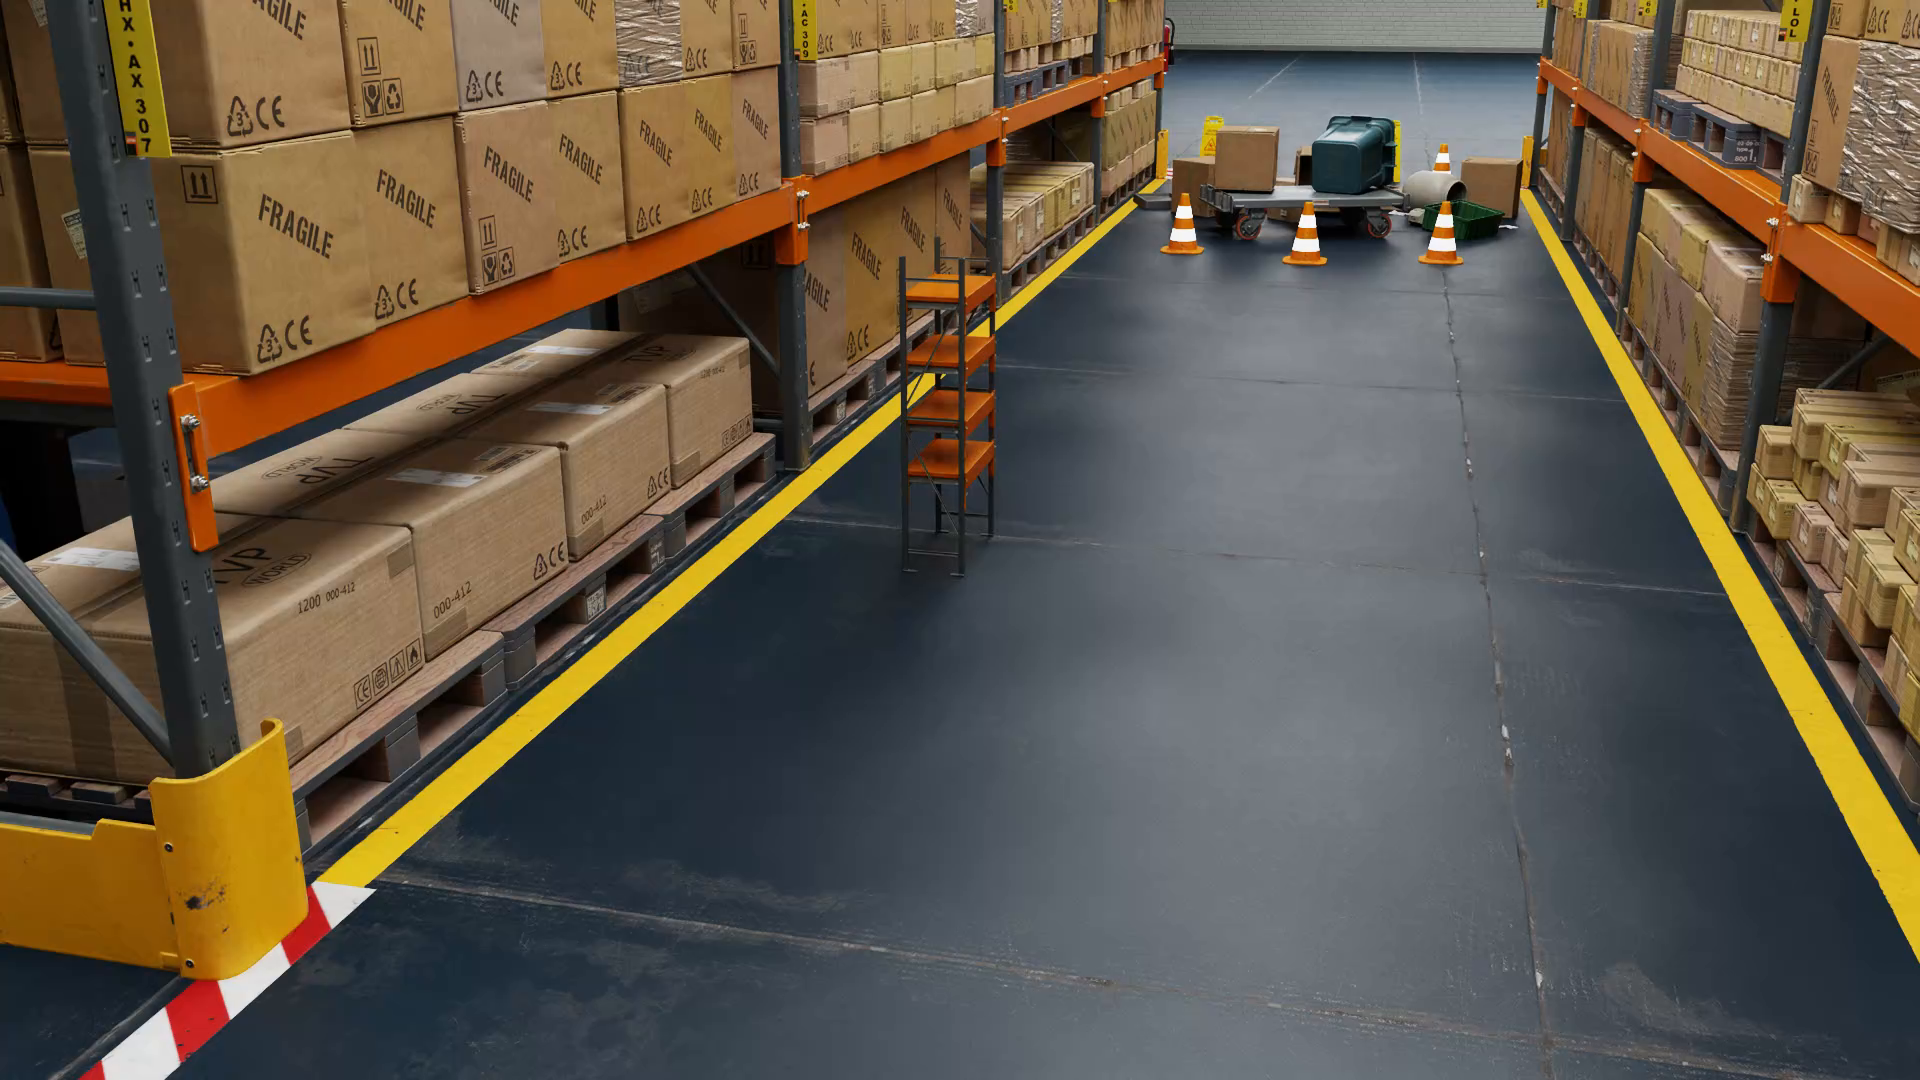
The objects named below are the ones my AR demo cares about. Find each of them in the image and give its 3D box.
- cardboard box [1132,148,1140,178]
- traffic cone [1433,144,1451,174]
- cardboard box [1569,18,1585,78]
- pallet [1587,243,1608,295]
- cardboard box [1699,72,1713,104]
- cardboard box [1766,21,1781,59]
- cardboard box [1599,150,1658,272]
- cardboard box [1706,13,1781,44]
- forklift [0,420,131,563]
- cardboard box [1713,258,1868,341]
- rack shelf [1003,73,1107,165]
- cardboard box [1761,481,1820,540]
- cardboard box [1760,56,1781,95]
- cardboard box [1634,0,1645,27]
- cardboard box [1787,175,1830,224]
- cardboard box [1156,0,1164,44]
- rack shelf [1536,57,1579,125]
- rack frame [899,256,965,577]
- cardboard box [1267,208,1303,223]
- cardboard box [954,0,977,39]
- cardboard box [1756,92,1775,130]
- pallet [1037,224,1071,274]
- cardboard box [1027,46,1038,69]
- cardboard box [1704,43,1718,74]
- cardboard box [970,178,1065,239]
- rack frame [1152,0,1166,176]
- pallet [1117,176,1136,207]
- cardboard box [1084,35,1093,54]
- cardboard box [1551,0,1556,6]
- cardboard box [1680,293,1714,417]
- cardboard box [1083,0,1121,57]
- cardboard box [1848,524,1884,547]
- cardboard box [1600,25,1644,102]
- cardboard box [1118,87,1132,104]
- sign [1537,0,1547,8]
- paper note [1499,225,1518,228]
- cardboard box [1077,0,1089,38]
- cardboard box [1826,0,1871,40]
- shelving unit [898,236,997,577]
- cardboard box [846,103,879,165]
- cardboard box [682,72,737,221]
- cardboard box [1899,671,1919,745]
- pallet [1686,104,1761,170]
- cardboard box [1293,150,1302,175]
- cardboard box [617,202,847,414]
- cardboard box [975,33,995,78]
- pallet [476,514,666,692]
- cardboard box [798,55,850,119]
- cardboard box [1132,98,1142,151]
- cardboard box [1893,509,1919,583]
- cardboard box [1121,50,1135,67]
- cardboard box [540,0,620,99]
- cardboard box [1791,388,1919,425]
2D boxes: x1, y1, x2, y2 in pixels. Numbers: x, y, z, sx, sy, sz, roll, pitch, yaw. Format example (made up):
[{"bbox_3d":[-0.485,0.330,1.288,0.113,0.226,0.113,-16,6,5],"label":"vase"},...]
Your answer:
[{"bbox_3d":[1.550,-3.835,16.880,0.500,0.250,0.500,4,19,11],"label":"cardboard box"},{"bbox_3d":[5.061,-3.924,17.461,0.336,0.463,0.334,5,19,13],"label":"traffic cone"},{"bbox_3d":[5.782,-4.287,14.367,0.875,0.550,0.550,5,19,13],"label":"cardboard box"},{"bbox_3d":[5.179,-1.975,12.142,1.003,0.211,1.213,5,19,13],"label":"pallet"},{"bbox_3d":[4.113,-2.374,8.736,0.380,0.149,0.250,6,20,16],"label":"cardboard box"},{"bbox_3d":[3.739,-2.168,7.213,0.380,0.149,0.250,5,19,13],"label":"cardboard box"},{"bbox_3d":[5.060,-2.264,11.506,1.050,0.750,0.750,5,19,14],"label":"cardboard box"},{"bbox_3d":[4.120,-2.660,8.652,0.380,0.149,0.250,4,19,11],"label":"cardboard box"},{"bbox_3d":[-3.369,-1.133,5.470,1.130,2.935,3.031,5,19,14],"label":"forklift"},{"bbox_3d":[3.573,-1.042,7.156,0.500,0.250,0.500,4,19,12],"label":"cardboard box"},{"bbox_3d":[0.277,-3.318,12.873,1.077,0.370,4.000,5,19,13],"label":"rack shelf"},{"bbox_3d":[3.170,-0.096,6.088,0.380,0.149,0.250,5,20,15],"label":"cardboard box"},{"bbox_3d":[3.731,-2.025,7.255,0.380,0.149,0.250,4,19,12],"label":"cardboard box"},{"bbox_3d":[5.103,-3.812,11.506,0.700,0.500,0.500,4,19,13],"label":"cardboard box"},{"bbox_3d":[3.249,-1.236,6.055,0.380,0.149,0.250,5,20,15],"label":"cardboard box"},{"bbox_3d":[1.878,-5.535,17.636,0.500,0.500,0.500,4,19,12],"label":"cardboard box"},{"bbox_3d":[6.079,-4.212,15.491,1.077,0.370,4.000,5,19,13],"label":"rack shelf"},{"bbox_3d":[-0.100,-0.439,6.118,0.240,1.200,0.015,5,19,13],"label":"rack frame"},{"bbox_3d":[3.046,-3.077,15.285,0.258,0.266,0.396,-9,21,-24],"label":"cardboard box"},{"bbox_3d":[-0.201,-3.207,9.736,0.500,0.500,0.500,5,19,14],"label":"cardboard box"},{"bbox_3d":[3.728,-1.876,7.278,0.380,0.149,0.250,4,19,11],"label":"cardboard box"},{"bbox_3d":[0.281,-2.338,13.205,1.003,0.211,1.213,5,19,13],"label":"pallet"},{"bbox_3d":[0.349,-3.451,11.889,0.380,0.149,0.250,5,19,14],"label":"cardboard box"},{"bbox_3d":[4.113,-2.509,8.670,0.380,0.149,0.250,5,19,14],"label":"cardboard box"},{"bbox_3d":[0.300,-2.632,13.168,0.950,0.372,0.625,5,20,15],"label":"cardboard box"},{"bbox_3d":[1.743,-5.539,18.262,1.000,3.000,0.127,5,19,13],"label":"rack frame"},{"bbox_3d":[1.192,-3.562,16.790,1.003,0.211,1.213,5,19,13],"label":"pallet"},{"bbox_3d":[0.908,-4.182,14.028,0.380,0.149,0.250,5,19,14],"label":"cardboard box"},{"bbox_3d":[6.440,-5.648,16.680,0.875,0.550,0.550,5,19,13],"label":"cardboard box"},{"bbox_3d":[3.698,-0.847,7.743,0.500,0.500,0.500,4,19,12],"label":"cardboard box"},{"bbox_3d":[1.144,-4.589,14.867,0.500,0.500,0.500,5,19,13],"label":"cardboard box"},{"bbox_3d":[3.079,0.014,5.306,0.380,0.149,0.250,6,20,16],"label":"cardboard box"},{"bbox_3d":[4.830,-3.355,11.716,0.500,0.500,0.500,5,19,14],"label":"cardboard box"},{"bbox_3d":[1.447,-4.288,16.042,0.380,0.149,0.250,6,20,17],"label":"cardboard box"},{"bbox_3d":[6.031,-5.672,17.192,0.100,0.325,0.005,5,19,13],"label":"sign"},{"bbox_3d":[4.877,-2.803,14.846,0.147,0.020,0.142,-9,21,-24],"label":"paper note"},{"bbox_3d":[0.756,-4.353,13.527,0.500,0.500,0.500,5,19,14],"label":"cardboard box"},{"bbox_3d":[3.289,-1.957,5.615,0.500,0.500,0.500,5,20,15],"label":"cardboard box"},{"bbox_3d":[-0.040,-0.516,6.342,0.258,1.200,0.503,5,19,13],"label":"shelving unit"},{"bbox_3d":[-0.700,-1.986,8.093,0.500,0.250,0.500,4,19,12],"label":"cardboard box"},{"bbox_3d":[-1.174,-1.497,6.276,0.500,0.500,0.500,4,19,12],"label":"cardboard box"},{"bbox_3d":[2.747,0.477,4.412,0.380,0.149,0.250,4,19,11],"label":"cardboard box"},{"bbox_3d":[4.169,-1.957,8.074,1.003,0.211,1.213,5,19,13],"label":"pallet"},{"bbox_3d":[3.769,-3.607,16.469,0.797,0.503,0.637,-9,21,-24],"label":"cardboard box"},{"bbox_3d":[-1.115,-1.171,8.113,0.875,0.875,0.875,5,20,15],"label":"cardboard box"},{"bbox_3d":[-0.083,-3.025,10.361,0.500,0.250,0.500,5,19,13],"label":"cardboard box"},{"bbox_3d":[-1.746,0.158,5.899,1.003,0.211,1.213,5,19,13],"label":"pallet"},{"bbox_3d":[-0.808,-2.059,7.533,0.500,0.250,0.500,4,19,12],"label":"cardboard box"},{"bbox_3d":[1.546,-4.198,16.781,0.500,0.500,0.500,4,19,12],"label":"cardboard box"},{"bbox_3d":[2.944,0.030,4.799,0.380,0.149,0.250,5,19,14],"label":"cardboard box"},{"bbox_3d":[1.476,-4.640,16.019,0.380,0.149,0.250,5,19,14],"label":"cardboard box"},{"bbox_3d":[-1.414,-1.653,5.185,0.500,0.500,0.500,5,19,14],"label":"cardboard box"},{"bbox_3d":[3.351,-0.458,6.227,0.380,0.149,0.250,5,20,16],"label":"cardboard box"}]
